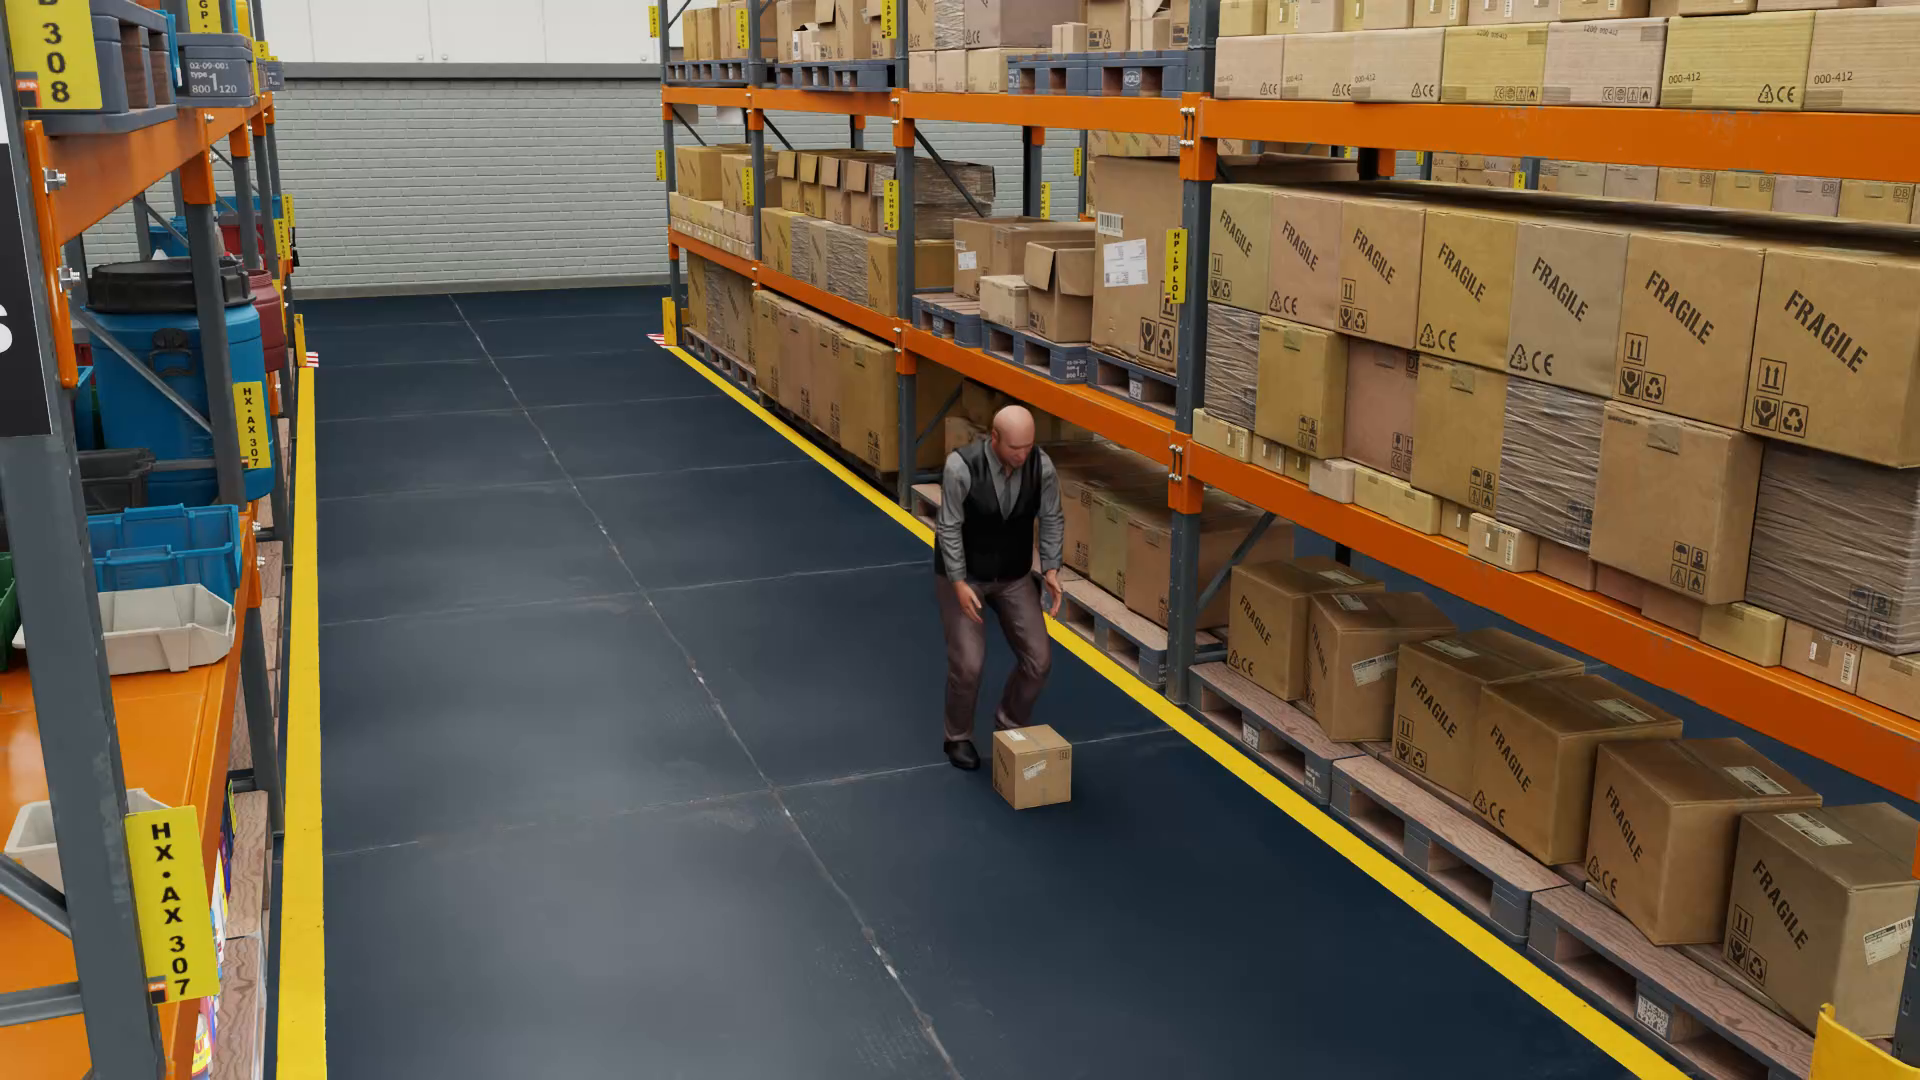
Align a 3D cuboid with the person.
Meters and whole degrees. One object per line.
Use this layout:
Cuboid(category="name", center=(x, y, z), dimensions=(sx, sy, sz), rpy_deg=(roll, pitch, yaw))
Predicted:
Cuboid(category="person", center=(0.163, 0.180, 7.176), dimensions=(0.578, 1.596, 0.532), rpy_deg=(-5, 16, -19))
